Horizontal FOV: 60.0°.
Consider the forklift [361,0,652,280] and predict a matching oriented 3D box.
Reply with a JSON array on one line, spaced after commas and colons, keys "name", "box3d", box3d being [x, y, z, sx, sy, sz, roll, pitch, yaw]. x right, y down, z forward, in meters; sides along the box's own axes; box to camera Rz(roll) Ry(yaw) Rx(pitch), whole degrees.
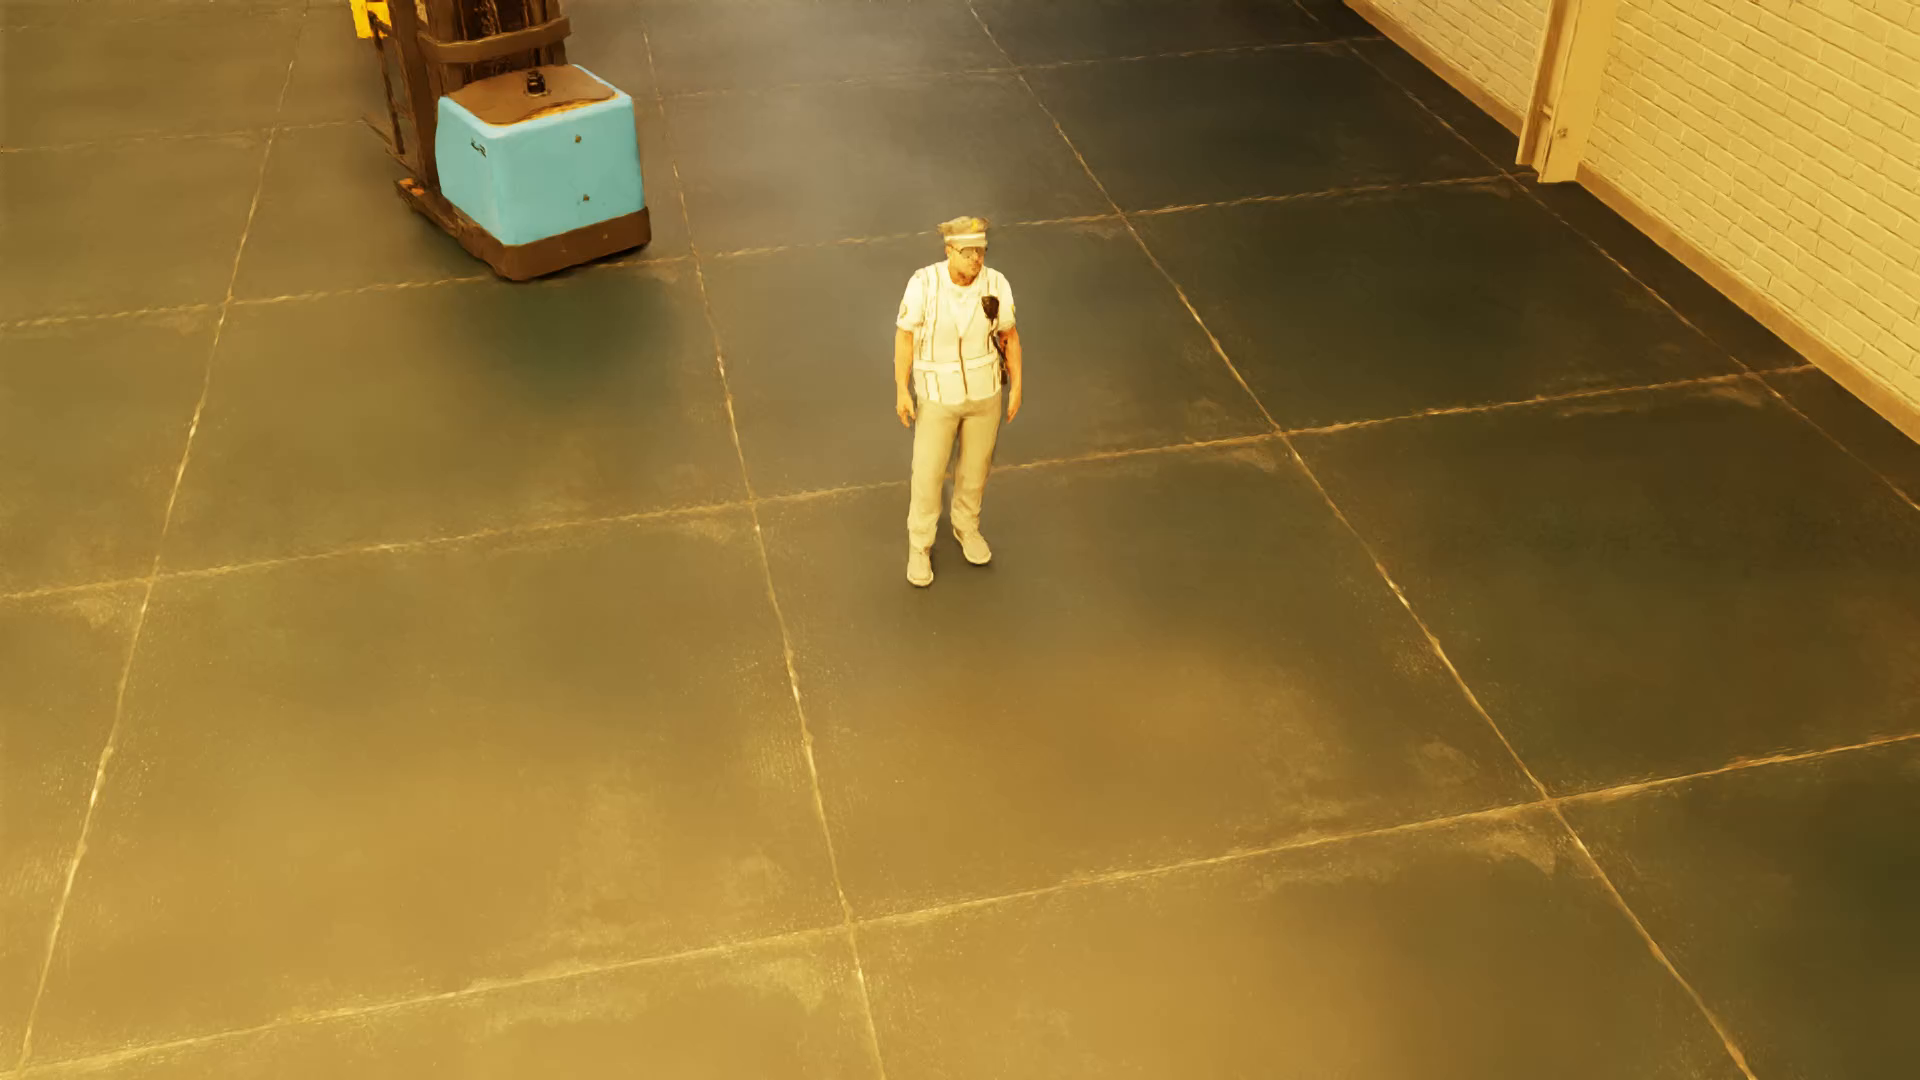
[{"name": "forklift", "box3d": [-3.389, -3.679, 11.162, 1.130, 2.935, 3.031, -24, 42, -30]}]

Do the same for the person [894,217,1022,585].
[{"name": "person", "box3d": [0.006, -0.684, 7.971, 0.640, 1.781, 0.574, -8, 36, -11]}]
